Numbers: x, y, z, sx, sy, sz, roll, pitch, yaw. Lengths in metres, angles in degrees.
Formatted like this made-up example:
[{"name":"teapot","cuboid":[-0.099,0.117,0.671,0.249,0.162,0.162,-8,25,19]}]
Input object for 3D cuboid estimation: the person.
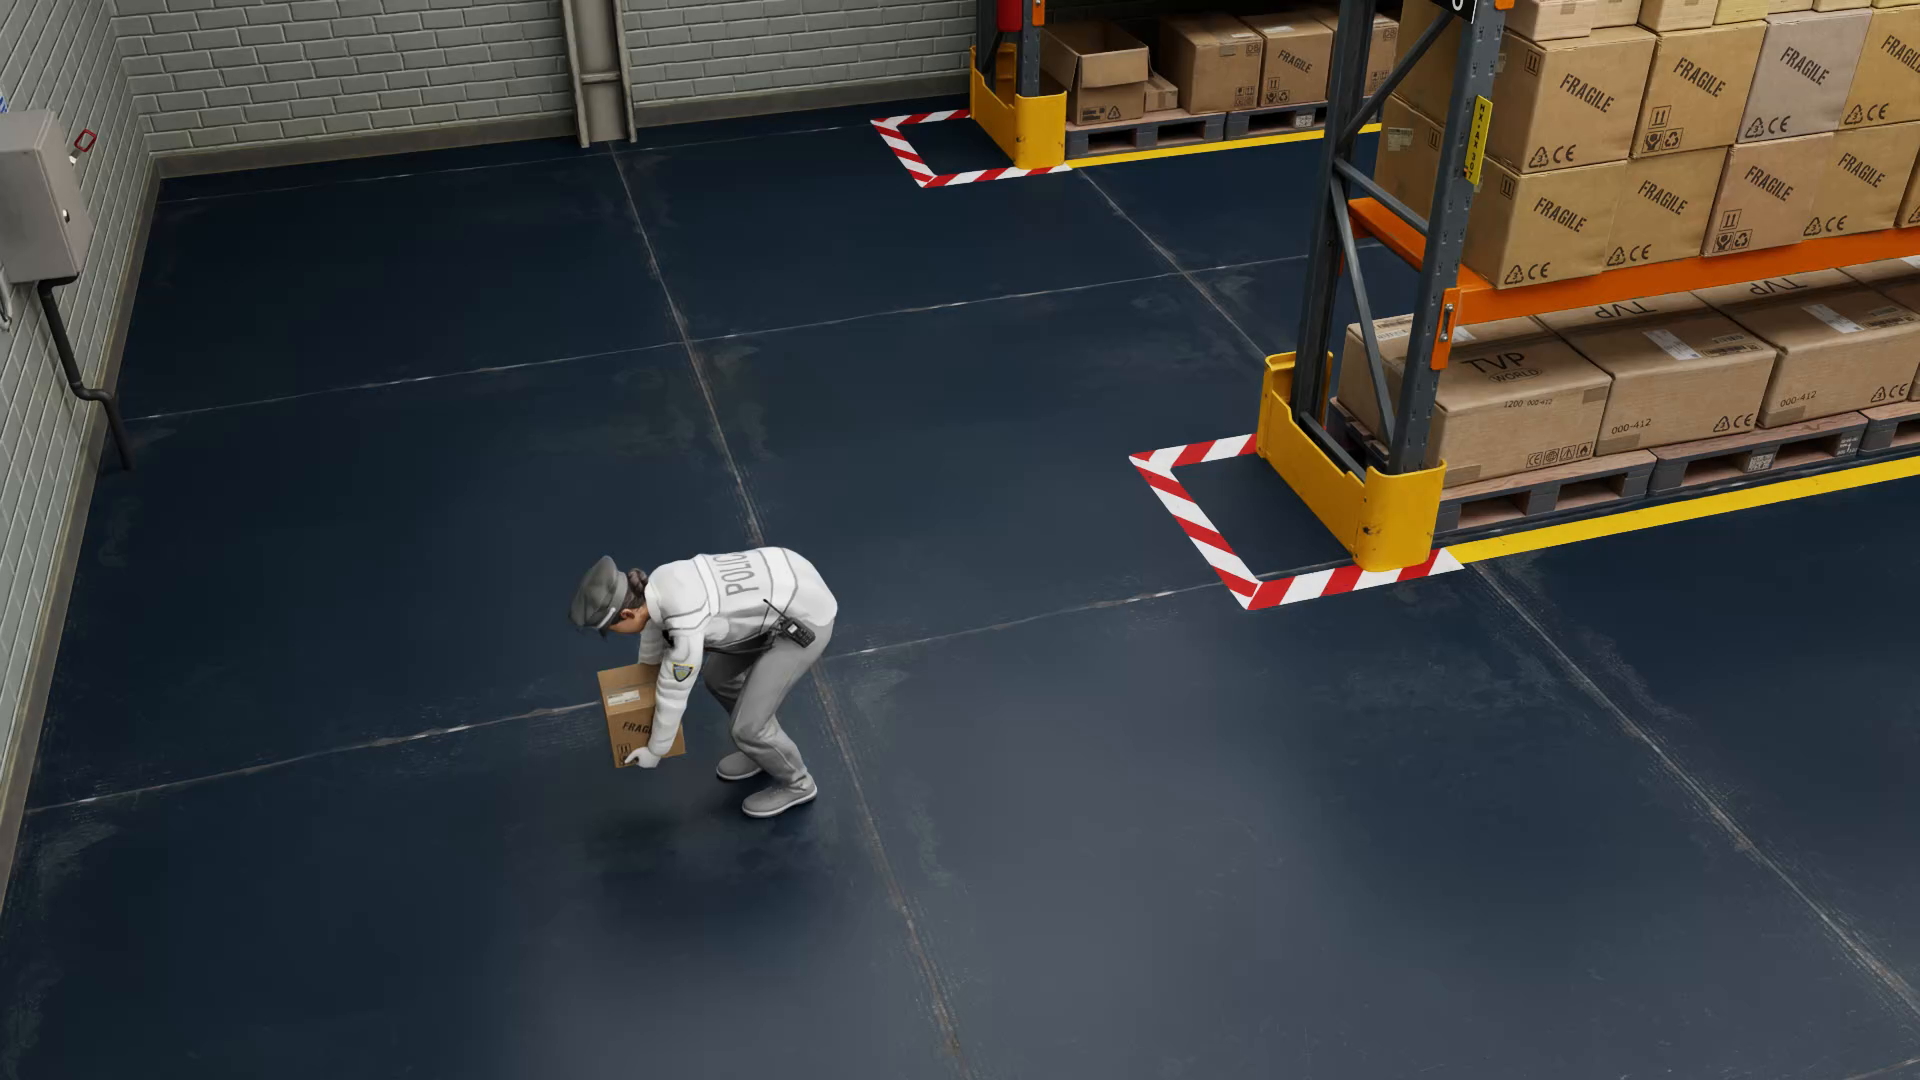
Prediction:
[{"name":"person","cuboid":[-0.882,0.490,5.903,0.917,1.125,0.438,-12,36,-17]}]
